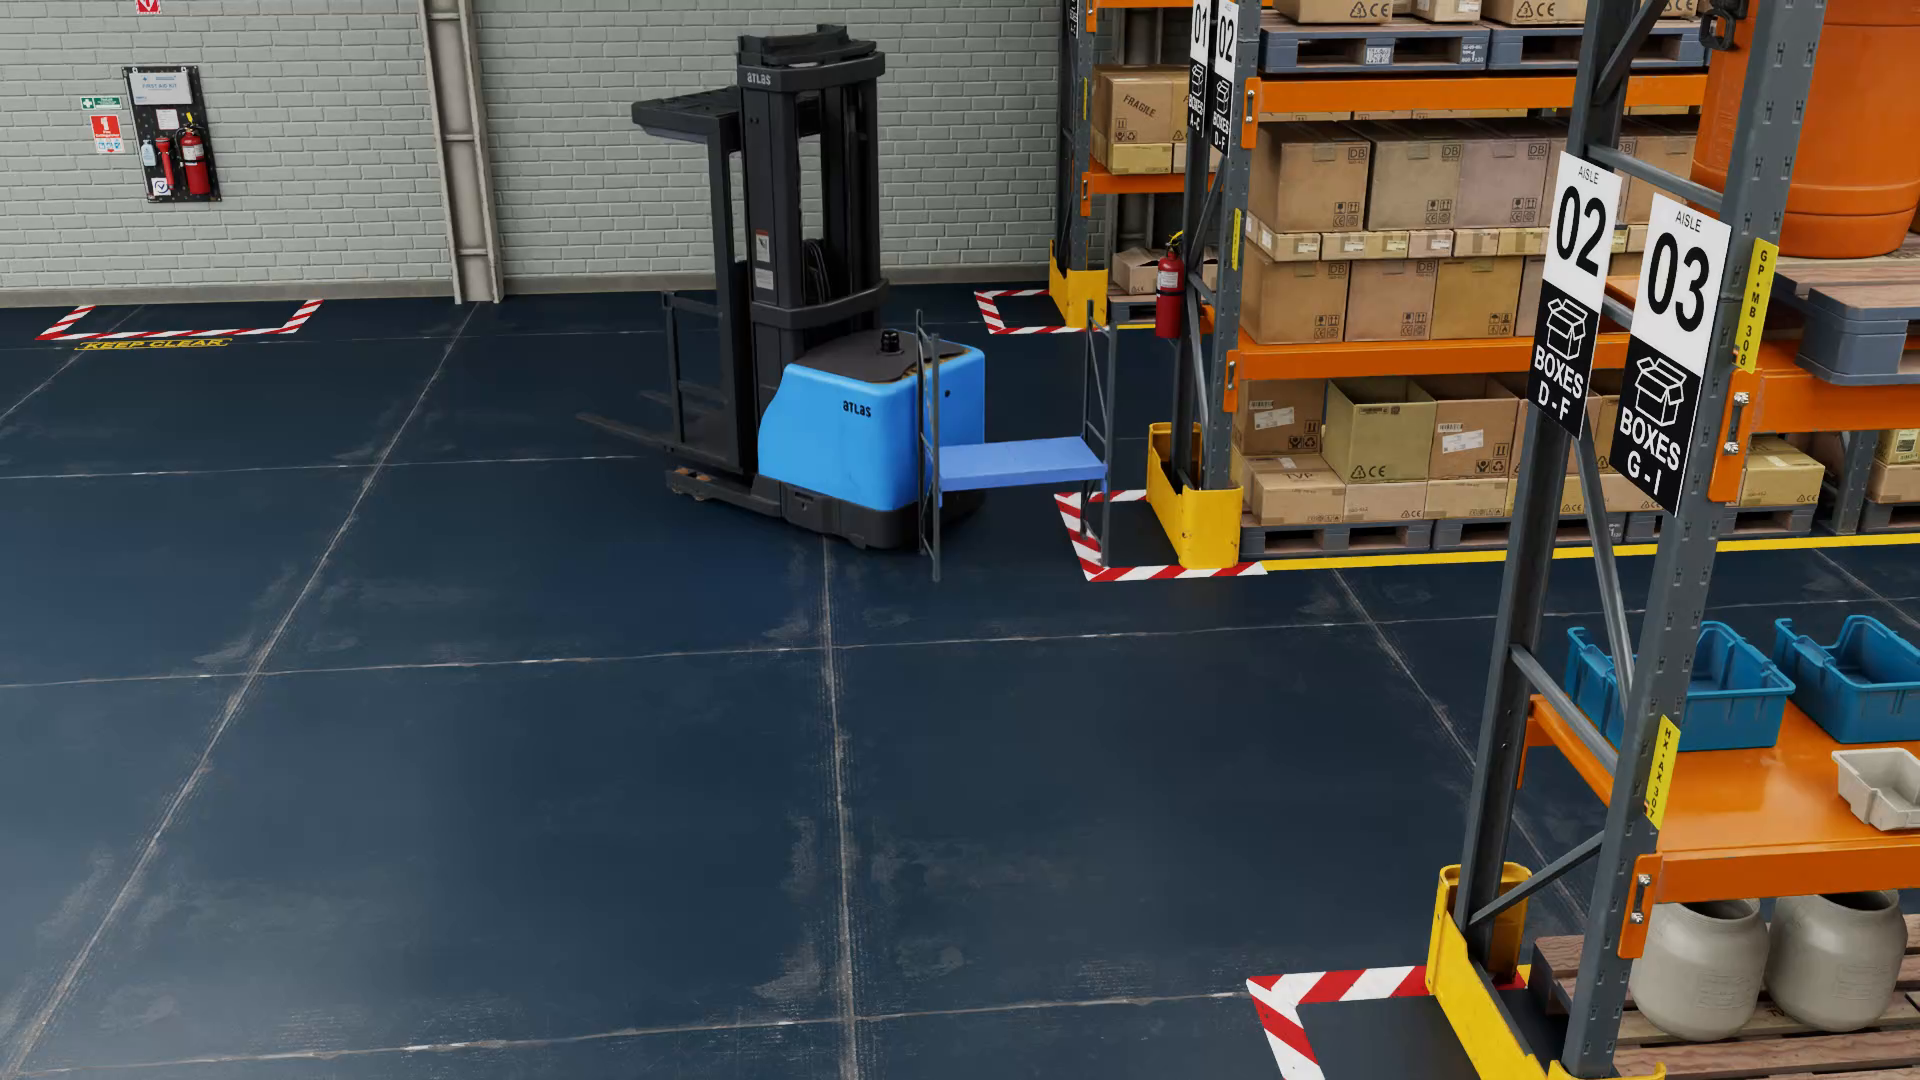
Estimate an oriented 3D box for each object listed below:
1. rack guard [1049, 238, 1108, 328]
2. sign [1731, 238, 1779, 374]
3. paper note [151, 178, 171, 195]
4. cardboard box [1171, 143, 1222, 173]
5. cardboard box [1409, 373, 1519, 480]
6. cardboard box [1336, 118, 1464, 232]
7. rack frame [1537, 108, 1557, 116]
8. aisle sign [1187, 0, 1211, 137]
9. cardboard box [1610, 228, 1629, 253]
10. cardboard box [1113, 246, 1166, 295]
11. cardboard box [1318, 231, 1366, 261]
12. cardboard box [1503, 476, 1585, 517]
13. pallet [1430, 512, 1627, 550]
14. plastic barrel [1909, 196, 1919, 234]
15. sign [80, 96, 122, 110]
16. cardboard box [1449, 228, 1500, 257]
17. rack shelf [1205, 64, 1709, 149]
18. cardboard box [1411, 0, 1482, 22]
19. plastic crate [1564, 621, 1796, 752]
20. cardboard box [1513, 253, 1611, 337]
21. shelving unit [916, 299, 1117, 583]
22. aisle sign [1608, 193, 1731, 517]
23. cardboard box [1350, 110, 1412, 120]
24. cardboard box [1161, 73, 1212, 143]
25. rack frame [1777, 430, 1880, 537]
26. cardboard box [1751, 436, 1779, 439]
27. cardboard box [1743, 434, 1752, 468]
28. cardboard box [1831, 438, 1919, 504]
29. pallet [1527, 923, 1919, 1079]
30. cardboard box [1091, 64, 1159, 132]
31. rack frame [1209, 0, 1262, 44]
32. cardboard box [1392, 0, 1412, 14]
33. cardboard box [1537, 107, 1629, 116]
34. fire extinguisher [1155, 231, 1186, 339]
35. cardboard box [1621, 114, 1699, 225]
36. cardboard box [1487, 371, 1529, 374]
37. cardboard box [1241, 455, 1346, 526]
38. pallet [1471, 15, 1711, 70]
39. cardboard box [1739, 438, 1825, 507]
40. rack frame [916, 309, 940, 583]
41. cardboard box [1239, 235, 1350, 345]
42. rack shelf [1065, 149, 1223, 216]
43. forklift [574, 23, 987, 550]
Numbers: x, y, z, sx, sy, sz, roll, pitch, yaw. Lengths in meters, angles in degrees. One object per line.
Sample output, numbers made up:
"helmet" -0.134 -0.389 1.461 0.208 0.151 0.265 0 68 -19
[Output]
"rack guard" 1.046 -2.300 14.808 0.348 0.500 1.175 -2 24 -5
"sign" 1.994 -0.587 4.173 0.005 0.325 0.100 -2 24 -5
"paper note" -7.035 -3.112 14.643 0.142 0.148 0.016 -2 24 -5
"cardboard box" 2.003 -3.297 14.135 0.500 0.250 0.500 -3 24 -7
"cardboard box" 3.010 -0.692 10.059 0.500 0.500 0.500 -2 24 -5
"cardboard box" 2.502 -2.114 9.593 0.500 0.500 0.700 -3 24 -7
"rack frame" 4.951 -3.598 14.653 0.127 3.000 1.000 -2 24 -5
"aisle sign" 1.367 -2.741 9.522 0.004 0.787 0.394 -2 24 -5
"cardboard box" 3.664 -1.779 9.638 0.250 0.149 0.380 -2 24 -3
"cardboard box" 1.668 -2.402 14.731 0.500 0.311 0.500 -5 24 -11
"cardboard box" 2.135 -1.719 9.503 0.250 0.149 0.380 -3 24 -7
"cardboard box" 3.509 -0.363 10.241 0.500 0.250 0.500 -2 24 -5
"pallet" 3.429 -0.257 10.569 1.213 0.211 1.003 -2 24 -5
"plastic barrel" 3.066 -1.180 4.769 0.600 0.588 0.600 0 24 0
"sign" -7.407 -3.768 14.338 0.331 0.109 0.001 -2 24 -5
"cardboard box" 2.900 -1.749 9.571 0.250 0.149 0.380 -3 24 -7
"rack shelf" 3.451 -2.558 9.506 4.000 0.370 1.077 -2 24 -5
"cardboard box" 2.649 -2.924 9.062 0.250 0.149 0.380 -2 24 -5
"plastic crate" 2.413 0.493 5.632 0.616 0.251 0.499 -2 24 -5
"cardboard box" 3.467 -1.559 9.941 0.500 0.500 0.700 -2 24 -4
"shelving unit" 0.313 -0.579 9.707 1.048 1.500 0.538 -5 24 -11
"aisle sign" 1.901 -0.501 4.483 0.004 0.787 0.394 -2 24 -5
"cardboard box" 3.513 -3.700 14.118 0.500 0.500 0.500 -3 24 -7
"cardboard box" 1.968 -3.635 13.972 0.500 0.500 0.500 -2 24 -5
"rack frame" 5.442 -1.596 10.148 0.127 3.000 1.000 -2 24 -5
"cardboard box" 4.950 -0.636 10.856 0.500 0.250 0.500 -2 24 -5
"cardboard box" 4.503 -0.752 10.195 0.500 0.500 0.500 -2 24 -5
"cardboard box" 5.867 -0.448 10.432 0.500 0.250 0.500 -3 24 -6
"pallet" 2.824 1.788 5.968 1.213 0.211 1.003 -2 24 -5
"cardboard box" 1.419 -3.827 14.403 0.500 0.500 0.500 -3 24 -6
"rack frame" 1.461 -4.178 8.571 0.127 3.000 1.000 -2 24 -5
"cardboard box" 2.581 -3.147 9.440 0.500 0.250 0.500 -2 24 -5
"cardboard box" 5.461 -3.852 14.558 0.500 0.500 0.700 -2 24 -5
"fire extinguisher" 1.298 -1.584 10.217 0.183 0.674 0.296 -2 24 -5
"cardboard box" 3.999 -2.174 9.728 0.500 0.500 0.700 -2 24 -5
"cardboard box" 3.457 -0.922 10.576 0.500 0.500 0.500 -2 24 -5
"cardboard box" 2.017 -0.304 10.108 0.500 0.250 0.500 -2 24 -5
"pallet" 3.384 -2.835 9.350 1.213 0.211 1.003 -2 24 -5
"cardboard box" 5.002 -0.425 10.381 0.500 0.250 0.500 -2 24 -5
"rack frame" -0.183 -0.536 9.609 0.032 1.500 0.500 -5 24 -11
"cardboard box" 1.927 -1.496 9.799 0.500 0.500 0.700 -2 24 -5
"rack shelf" 2.961 -3.190 14.619 4.000 0.370 1.077 -2 24 -5
"forklift" -1.308 -1.746 10.569 3.031 2.935 1.130 17 29 34
